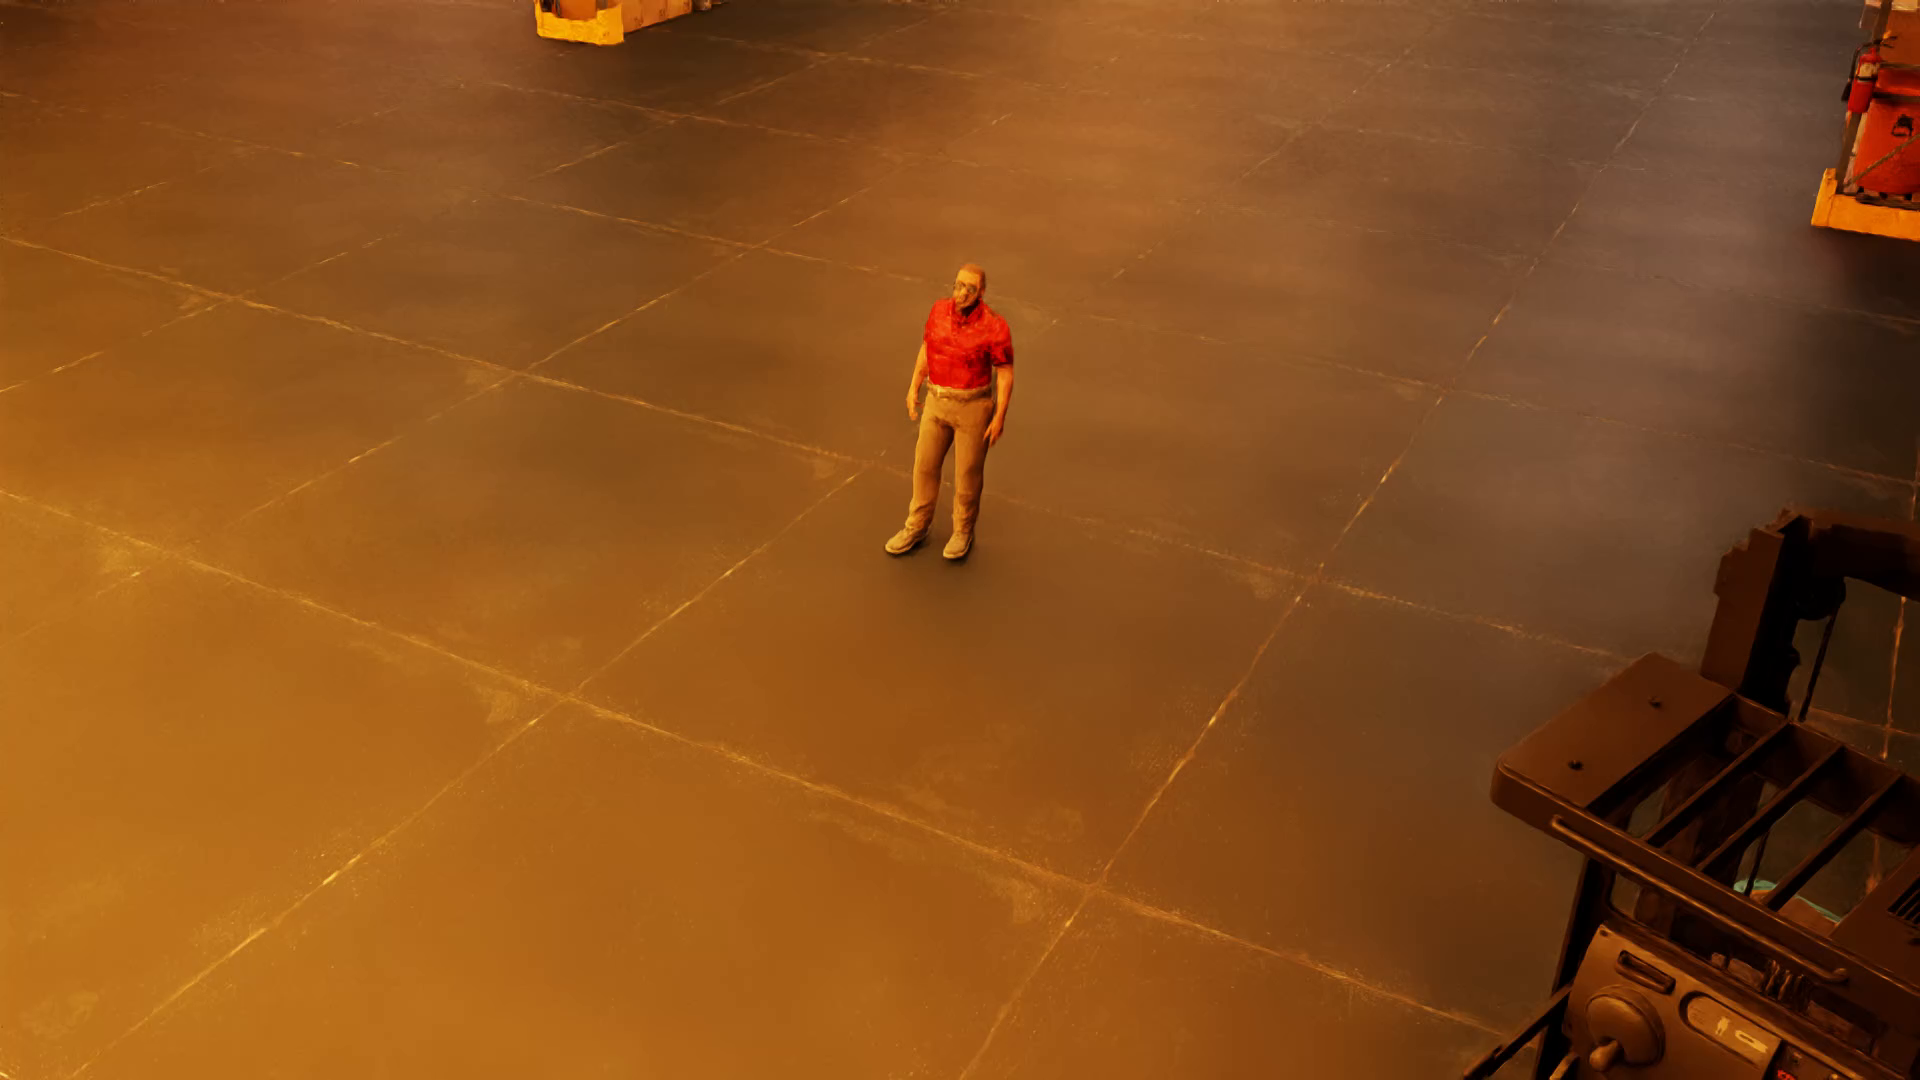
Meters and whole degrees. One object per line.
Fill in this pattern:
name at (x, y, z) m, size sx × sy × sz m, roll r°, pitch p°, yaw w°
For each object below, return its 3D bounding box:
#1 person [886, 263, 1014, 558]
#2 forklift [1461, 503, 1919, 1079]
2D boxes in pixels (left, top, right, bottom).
person at (-0.054, -0.719, 9.504) m, size 0.640 × 1.727 × 0.550 m, roll 15°, pitch 33°, yaw 25°
forklift at (1.997, 1.488, 4.493) m, size 3.031 × 2.935 × 1.130 m, roll -24°, pitch 37°, yaw -35°
